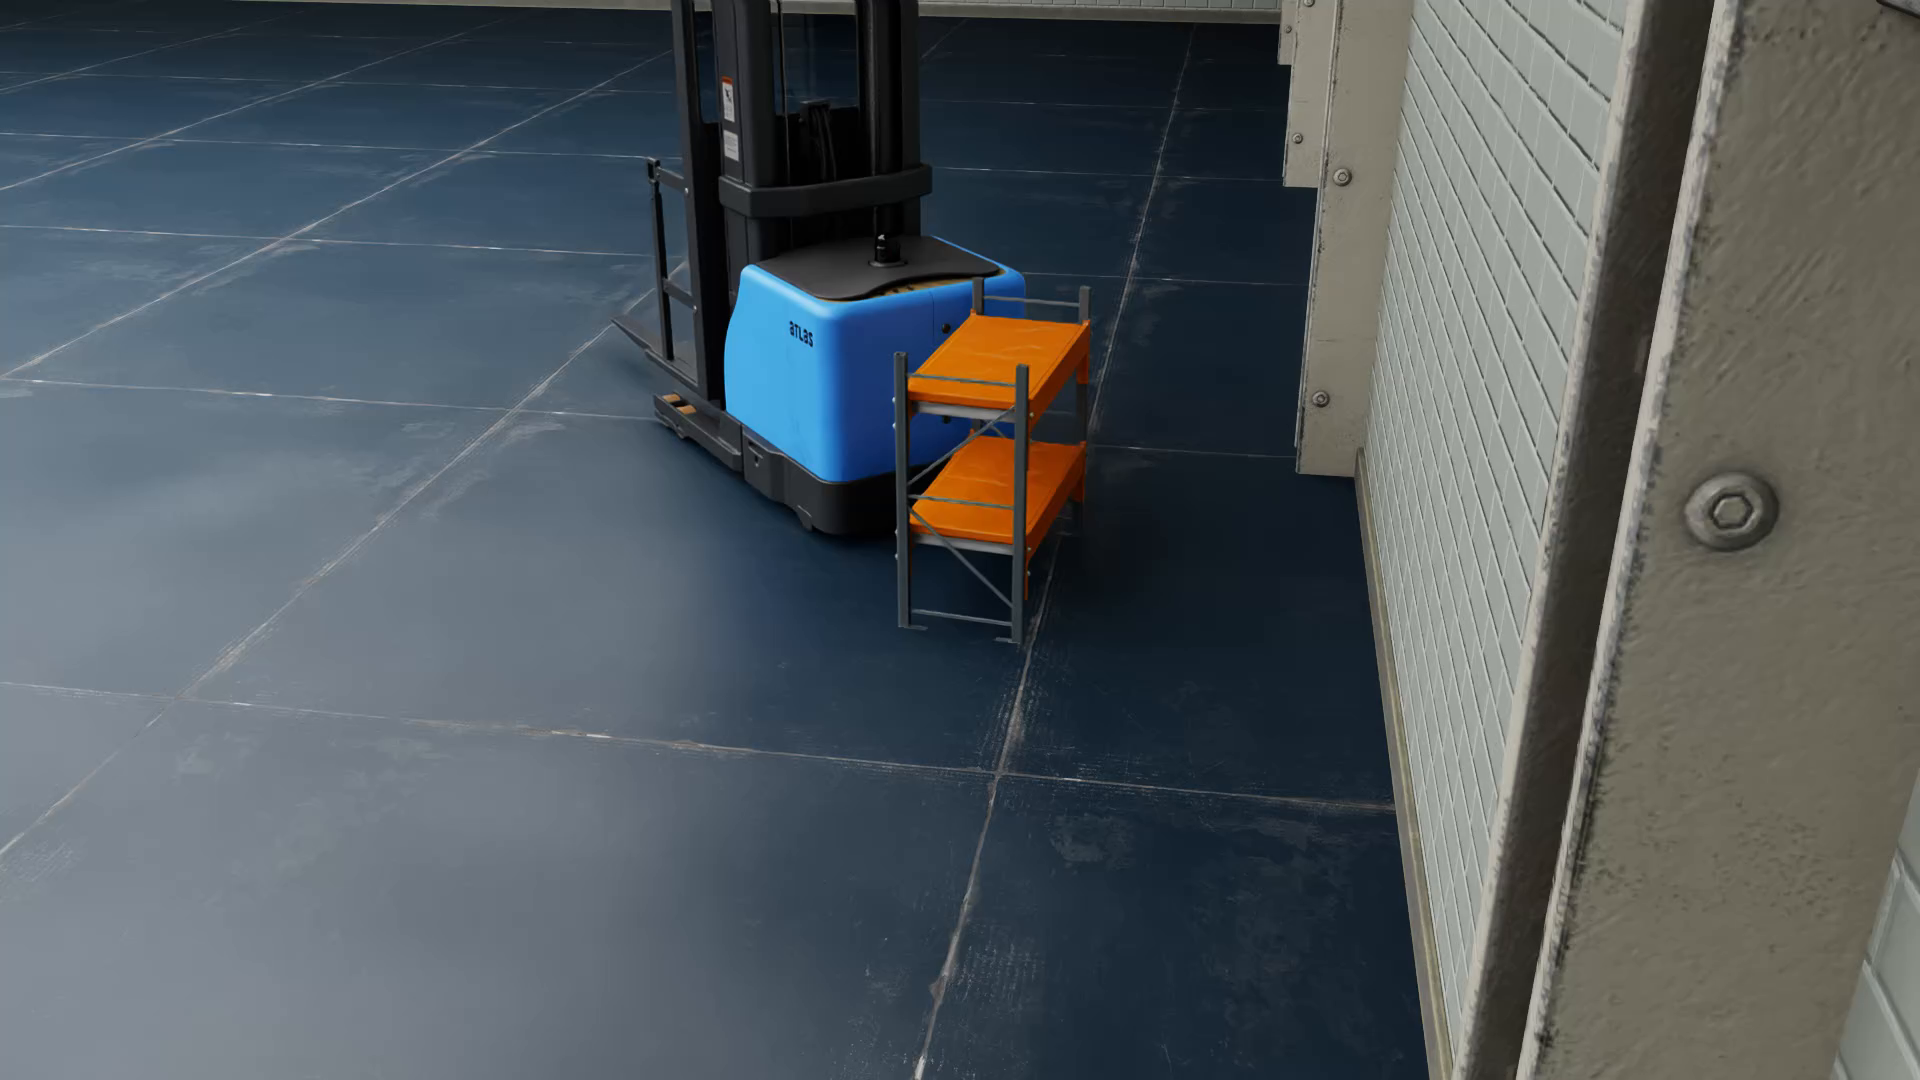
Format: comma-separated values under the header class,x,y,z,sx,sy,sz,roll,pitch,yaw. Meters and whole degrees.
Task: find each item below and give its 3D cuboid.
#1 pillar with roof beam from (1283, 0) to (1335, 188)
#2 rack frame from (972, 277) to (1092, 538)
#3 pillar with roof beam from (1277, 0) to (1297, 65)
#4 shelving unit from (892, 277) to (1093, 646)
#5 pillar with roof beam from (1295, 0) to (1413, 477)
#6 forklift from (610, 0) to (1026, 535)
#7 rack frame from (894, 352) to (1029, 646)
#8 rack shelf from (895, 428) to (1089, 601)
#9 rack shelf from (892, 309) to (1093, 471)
class,x,y,z,sx,sy,sz,roll,pitch,yaw
pillar with roof beam,-1.479,-7.274,12.175,9.100,9.000,0.400,4,25,9
rack frame,0.295,-0.553,7.105,0.500,1.125,0.032,7,26,15
pillar with roof beam,-0.499,-9.783,17.536,9.100,9.000,0.400,4,25,9
shelving unit,0.150,-0.347,6.664,0.538,1.125,1.048,7,26,15
pillar with roof beam,-2.460,-4.764,6.814,9.100,9.000,0.400,4,25,9
forklift,-0.903,-1.929,7.913,1.130,2.935,3.031,-15,29,-29
rack frame,0.004,-0.140,6.223,0.500,1.125,0.032,7,26,15
rack shelf,0.150,-0.125,6.767,0.538,0.278,1.000,7,26,15
rack shelf,0.150,-0.612,6.540,0.538,0.278,1.000,7,26,15
